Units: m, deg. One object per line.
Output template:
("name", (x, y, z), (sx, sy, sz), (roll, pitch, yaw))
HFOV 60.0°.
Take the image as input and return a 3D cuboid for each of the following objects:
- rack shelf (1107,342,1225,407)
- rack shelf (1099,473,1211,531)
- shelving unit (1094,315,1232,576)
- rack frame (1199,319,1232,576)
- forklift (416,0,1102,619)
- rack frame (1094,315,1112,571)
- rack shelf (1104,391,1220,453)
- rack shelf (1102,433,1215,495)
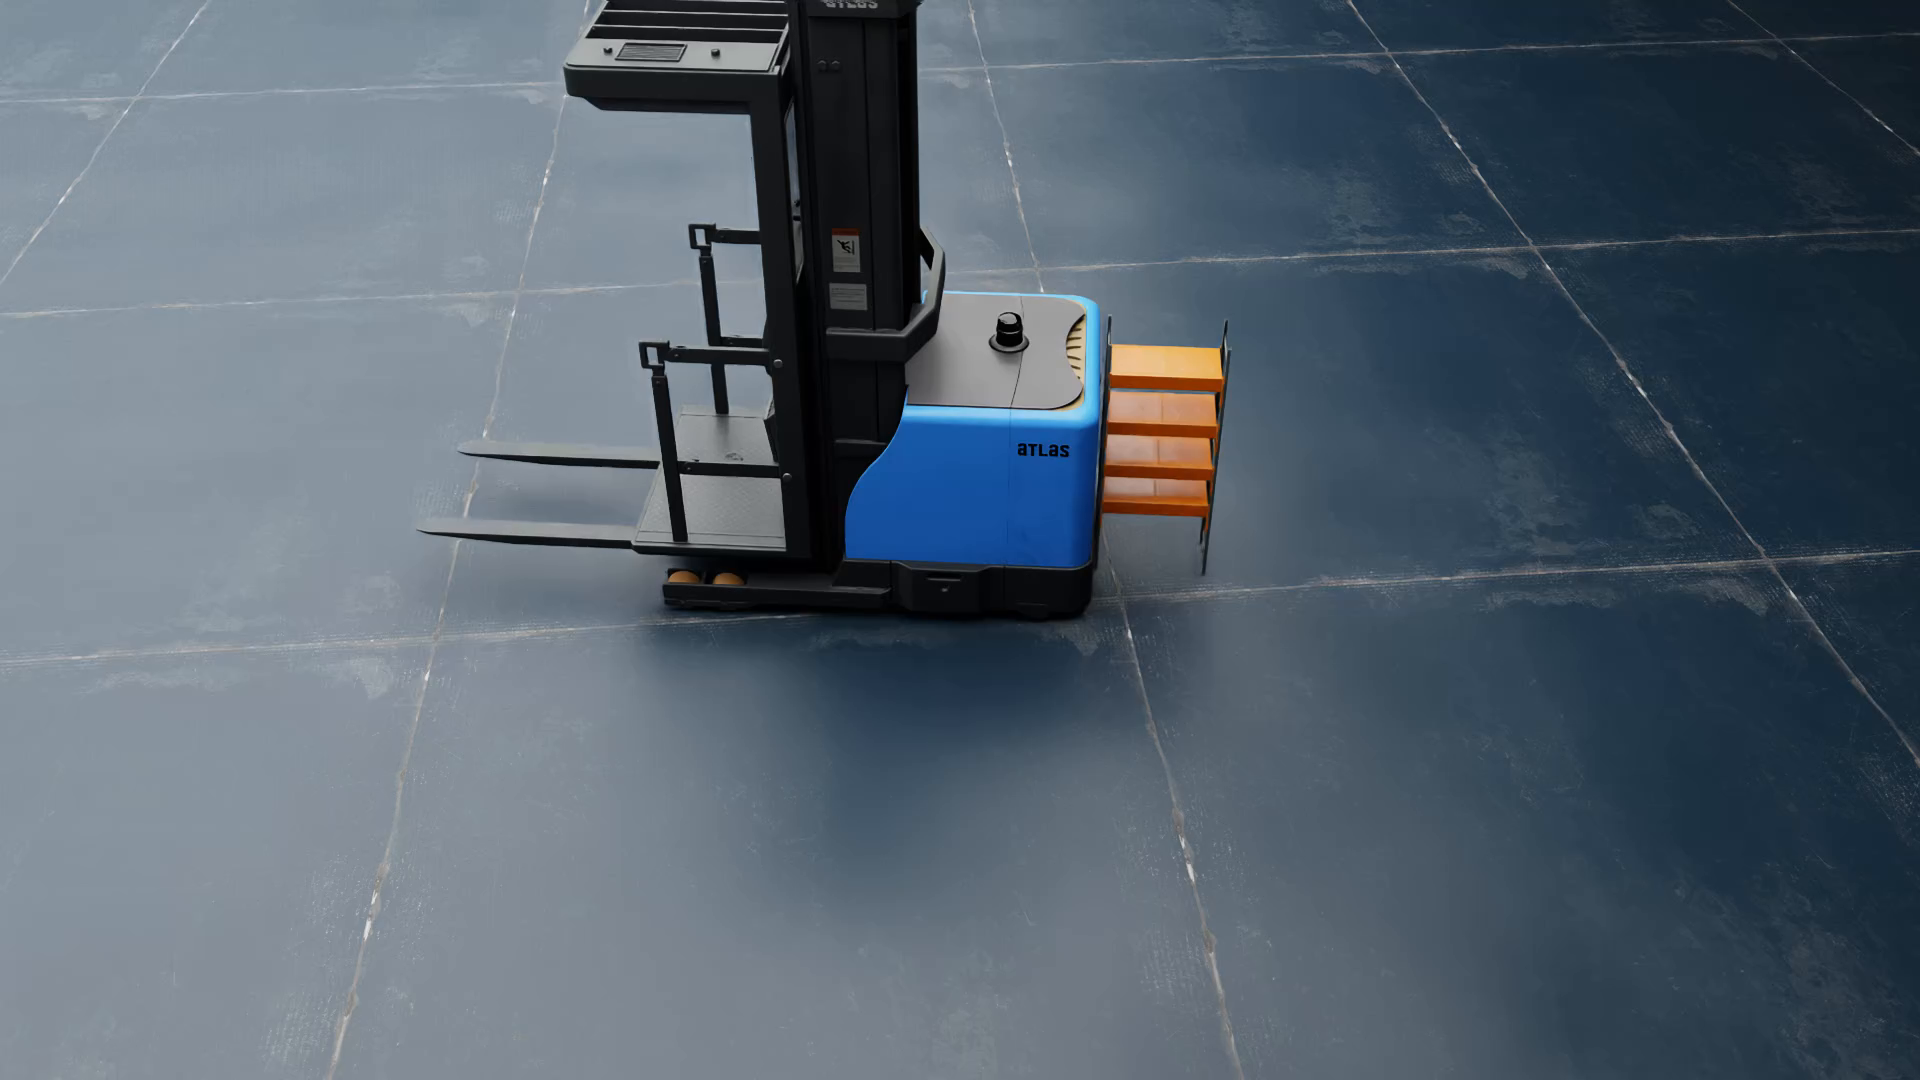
("rack shelf", (0.868, -0.701, 7.035), (0.480, 0.148, 0.258), (2, 38, 3))
("rack shelf", (0.868, -0.184, 7.443), (0.480, 0.148, 0.258), (2, 38, 3))
("shelving unit", (0.868, -0.392, 7.279), (0.503, 1.200, 0.258), (2, 38, 3))
("rack frame", (1.111, -0.382, 7.265), (0.015, 1.200, 0.240), (2, 38, 3))
("forklift", (-0.906, -1.163, 6.858), (3.031, 2.935, 1.130), (2, 38, 3))
("rack frame", (0.625, -0.403, 7.292), (0.015, 1.200, 0.240), (2, 38, 3))
("rack shelf", (0.868, -0.515, 7.182), (0.480, 0.148, 0.258), (2, 38, 3))
("rack shelf", (0.868, -0.340, 7.320), (0.480, 0.148, 0.258), (2, 38, 3))
